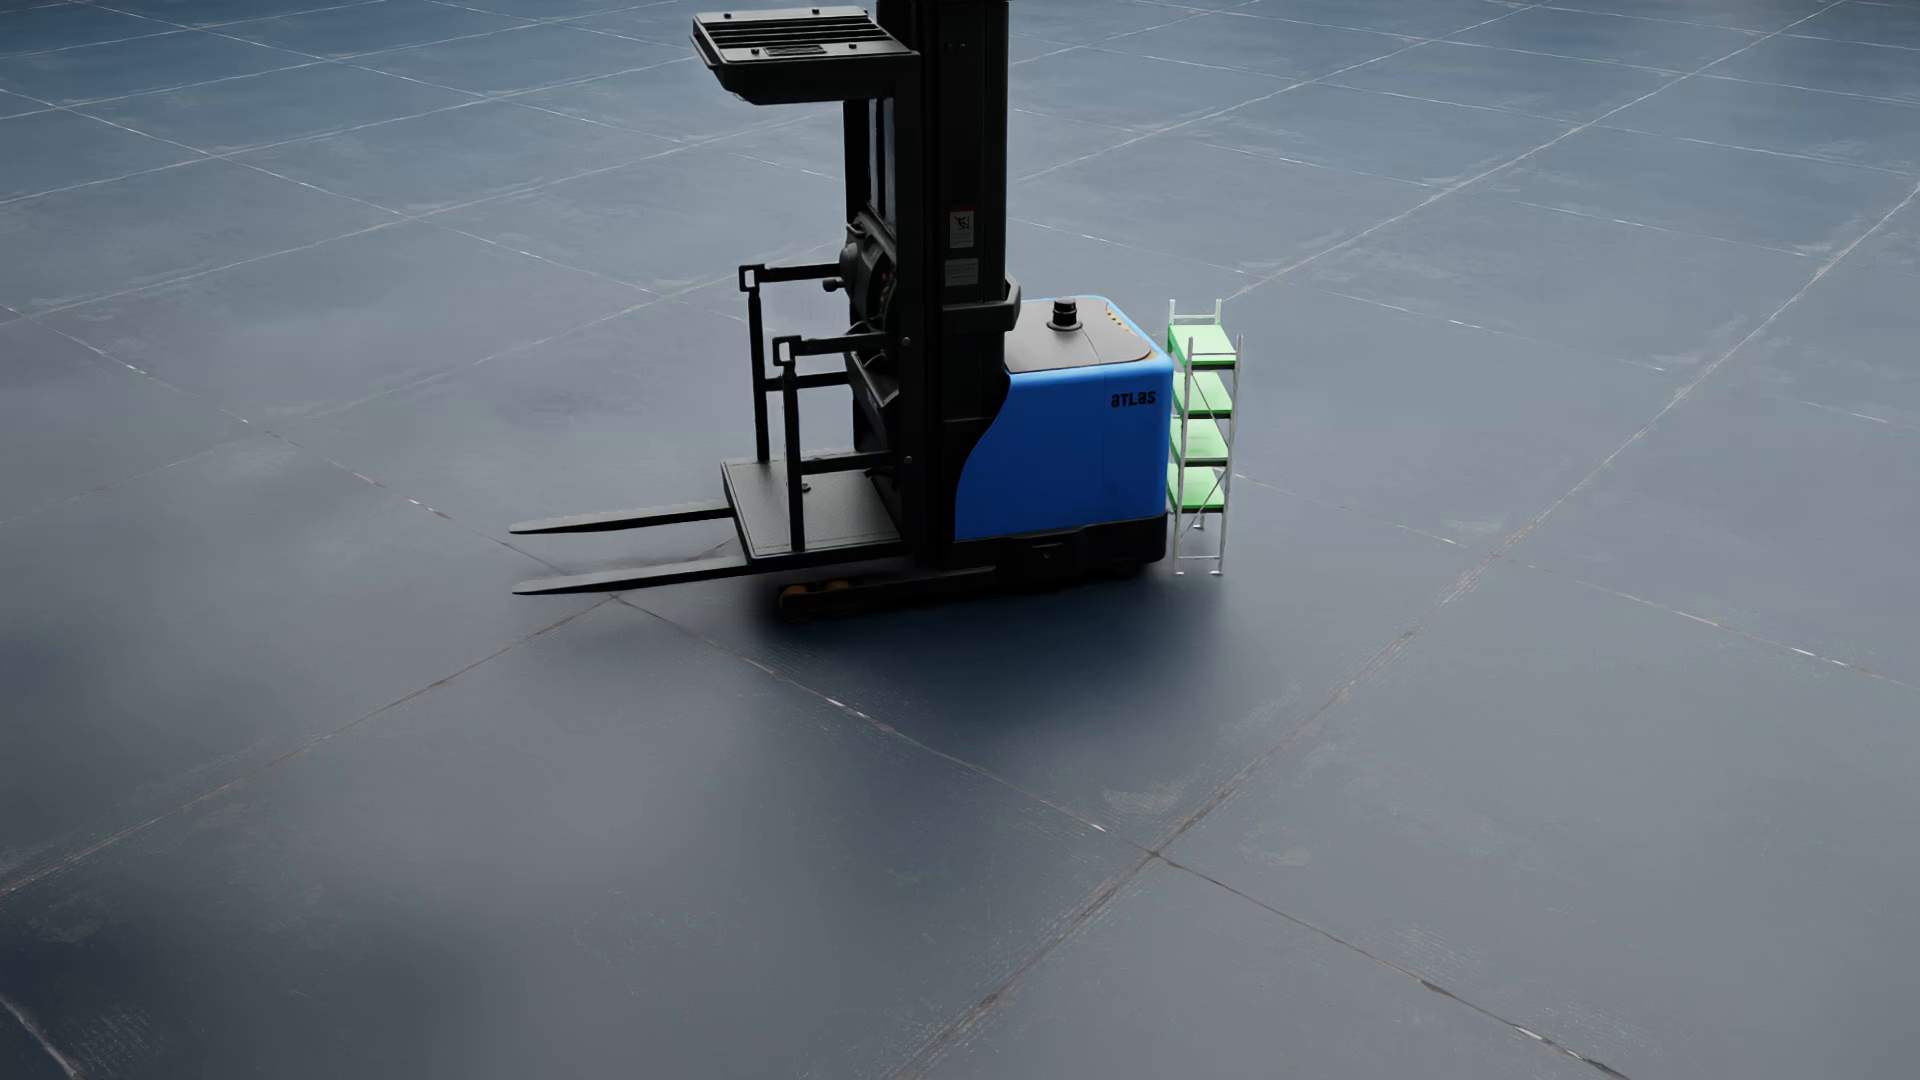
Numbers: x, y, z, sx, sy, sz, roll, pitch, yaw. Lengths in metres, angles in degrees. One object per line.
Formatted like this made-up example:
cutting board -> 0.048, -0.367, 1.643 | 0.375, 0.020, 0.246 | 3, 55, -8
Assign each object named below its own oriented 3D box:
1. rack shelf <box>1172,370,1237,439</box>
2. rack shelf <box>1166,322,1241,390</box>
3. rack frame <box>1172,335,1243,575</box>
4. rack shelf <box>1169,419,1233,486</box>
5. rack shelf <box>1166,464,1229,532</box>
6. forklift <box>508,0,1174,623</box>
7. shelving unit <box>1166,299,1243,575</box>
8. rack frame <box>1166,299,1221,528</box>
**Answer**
rack shelf -> 1.122, -0.641, 7.799 | 0.258, 0.148, 0.480 | -1, 27, -3
rack shelf -> 1.122, -0.854, 7.689 | 0.258, 0.148, 0.480 | -1, 27, -3
rack frame -> 1.135, -0.372, 7.664 | 0.240, 1.200, 0.015 | -1, 27, -3
rack shelf -> 1.122, -0.428, 7.910 | 0.258, 0.148, 0.480 | -1, 27, -3
rack shelf -> 1.122, -0.214, 8.020 | 0.258, 0.148, 0.480 | -1, 27, -3
forklift -> -0.591, -1.196, 7.372 | 3.031, 2.935, 1.130 | -7, 28, -13
shelving unit -> 1.122, -0.484, 7.880 | 0.258, 1.200, 0.503 | -1, 27, -3
rack frame -> 1.109, -0.596, 8.097 | 0.240, 1.200, 0.015 | -1, 27, -3
